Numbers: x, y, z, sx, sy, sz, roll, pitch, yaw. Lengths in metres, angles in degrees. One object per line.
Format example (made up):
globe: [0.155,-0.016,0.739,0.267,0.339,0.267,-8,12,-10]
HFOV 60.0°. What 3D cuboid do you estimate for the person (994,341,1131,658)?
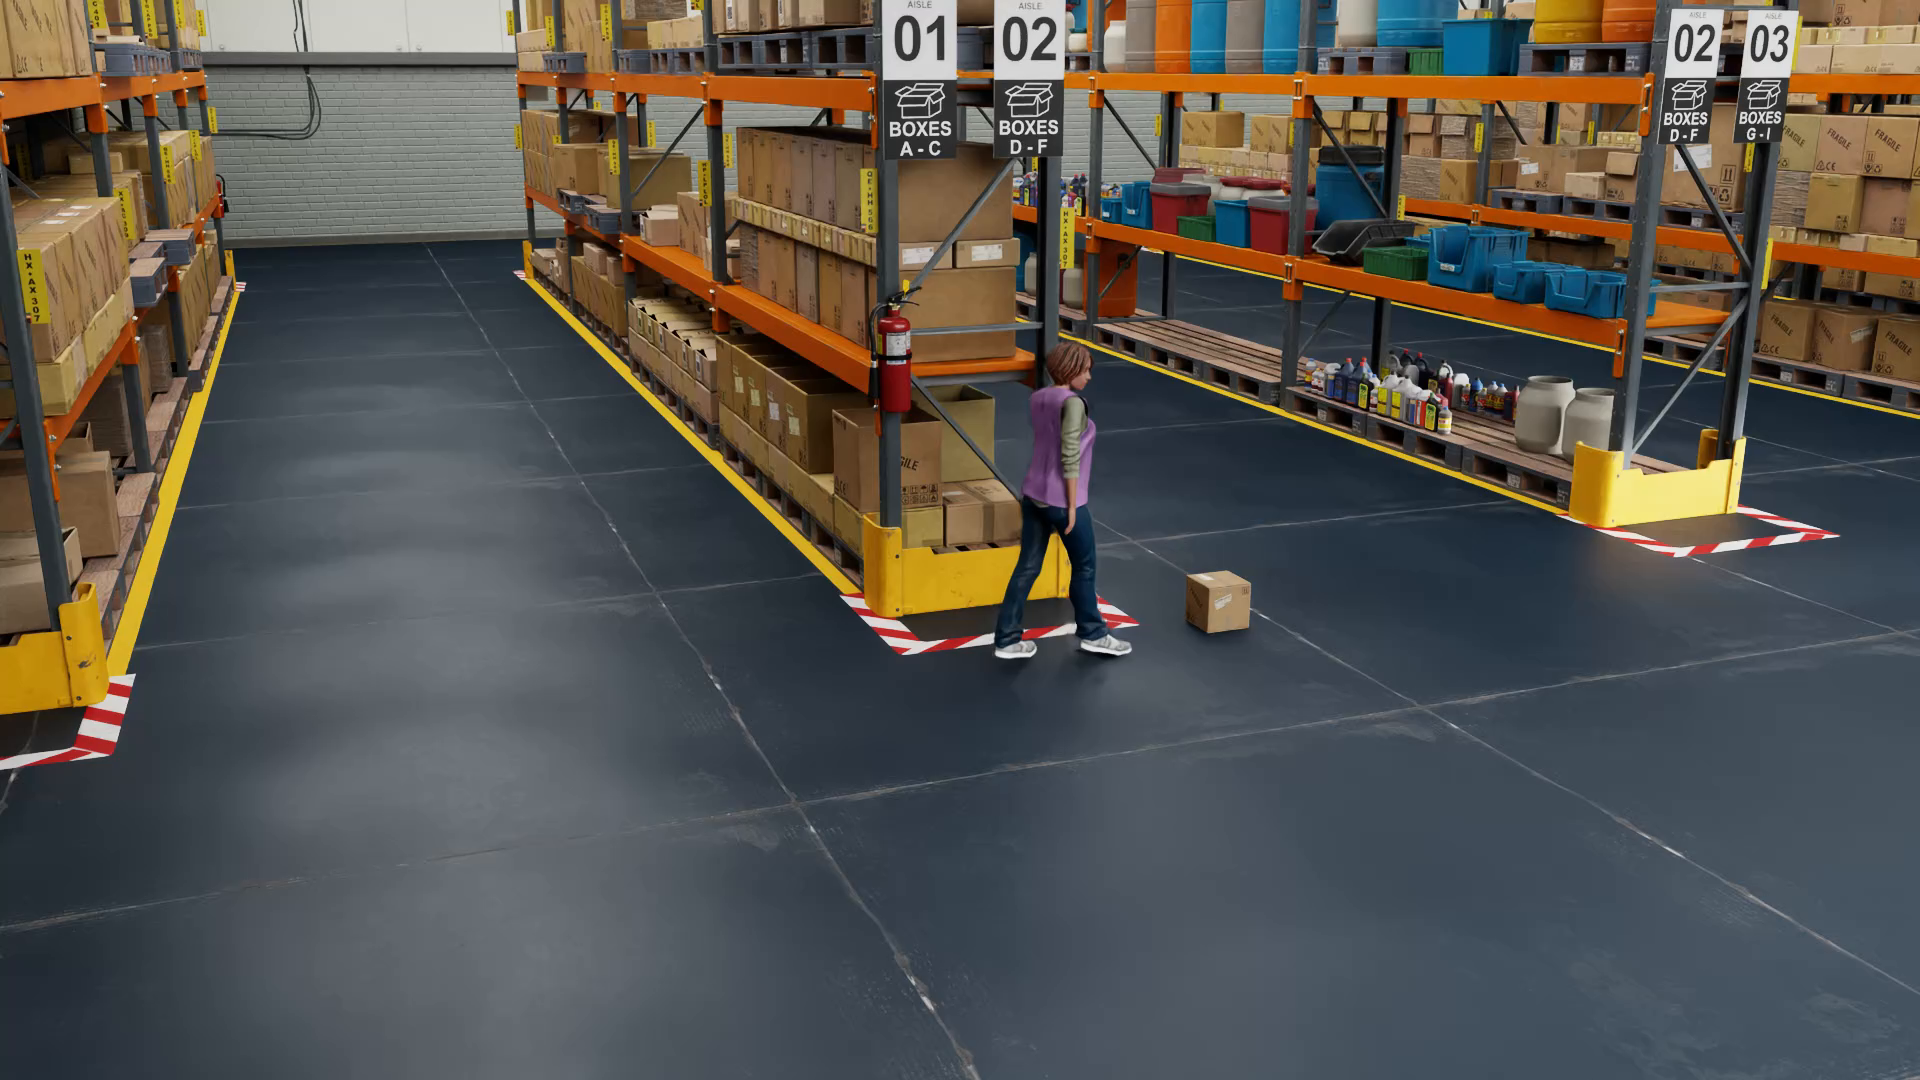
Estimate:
person: [0.475,-0.178,8.159,0.732,1.589,0.427,-11,19,-33]
